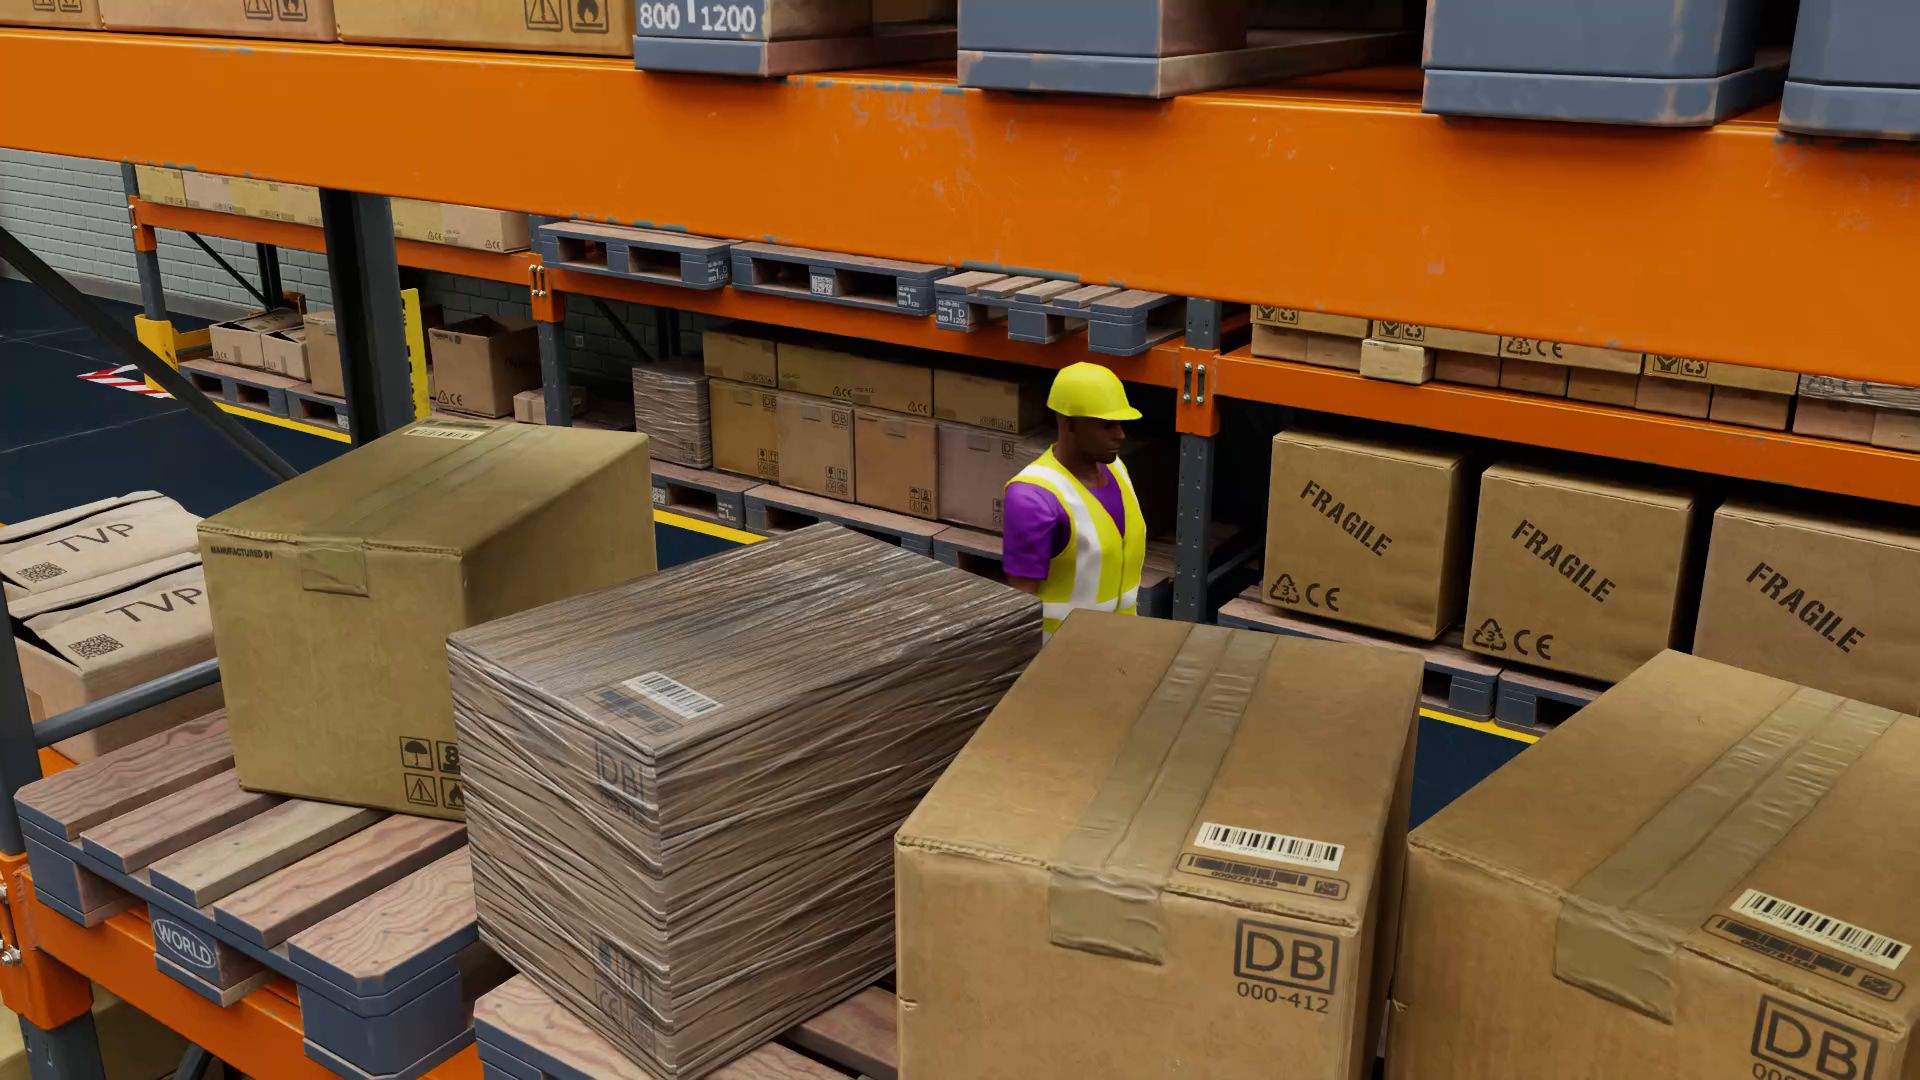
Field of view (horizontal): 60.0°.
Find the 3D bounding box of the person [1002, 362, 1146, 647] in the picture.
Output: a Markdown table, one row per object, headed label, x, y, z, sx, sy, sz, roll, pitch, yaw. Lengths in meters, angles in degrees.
| label | x | y | z | sx | sy | sz | roll | pitch | yaw |
| --- | --- | --- | --- | --- | --- | --- | --- | --- | --- |
| person | 0.427 | 0.341 | 5.062 | 0.552 | 1.769 | 0.607 | 16 | 25 | 37 |
